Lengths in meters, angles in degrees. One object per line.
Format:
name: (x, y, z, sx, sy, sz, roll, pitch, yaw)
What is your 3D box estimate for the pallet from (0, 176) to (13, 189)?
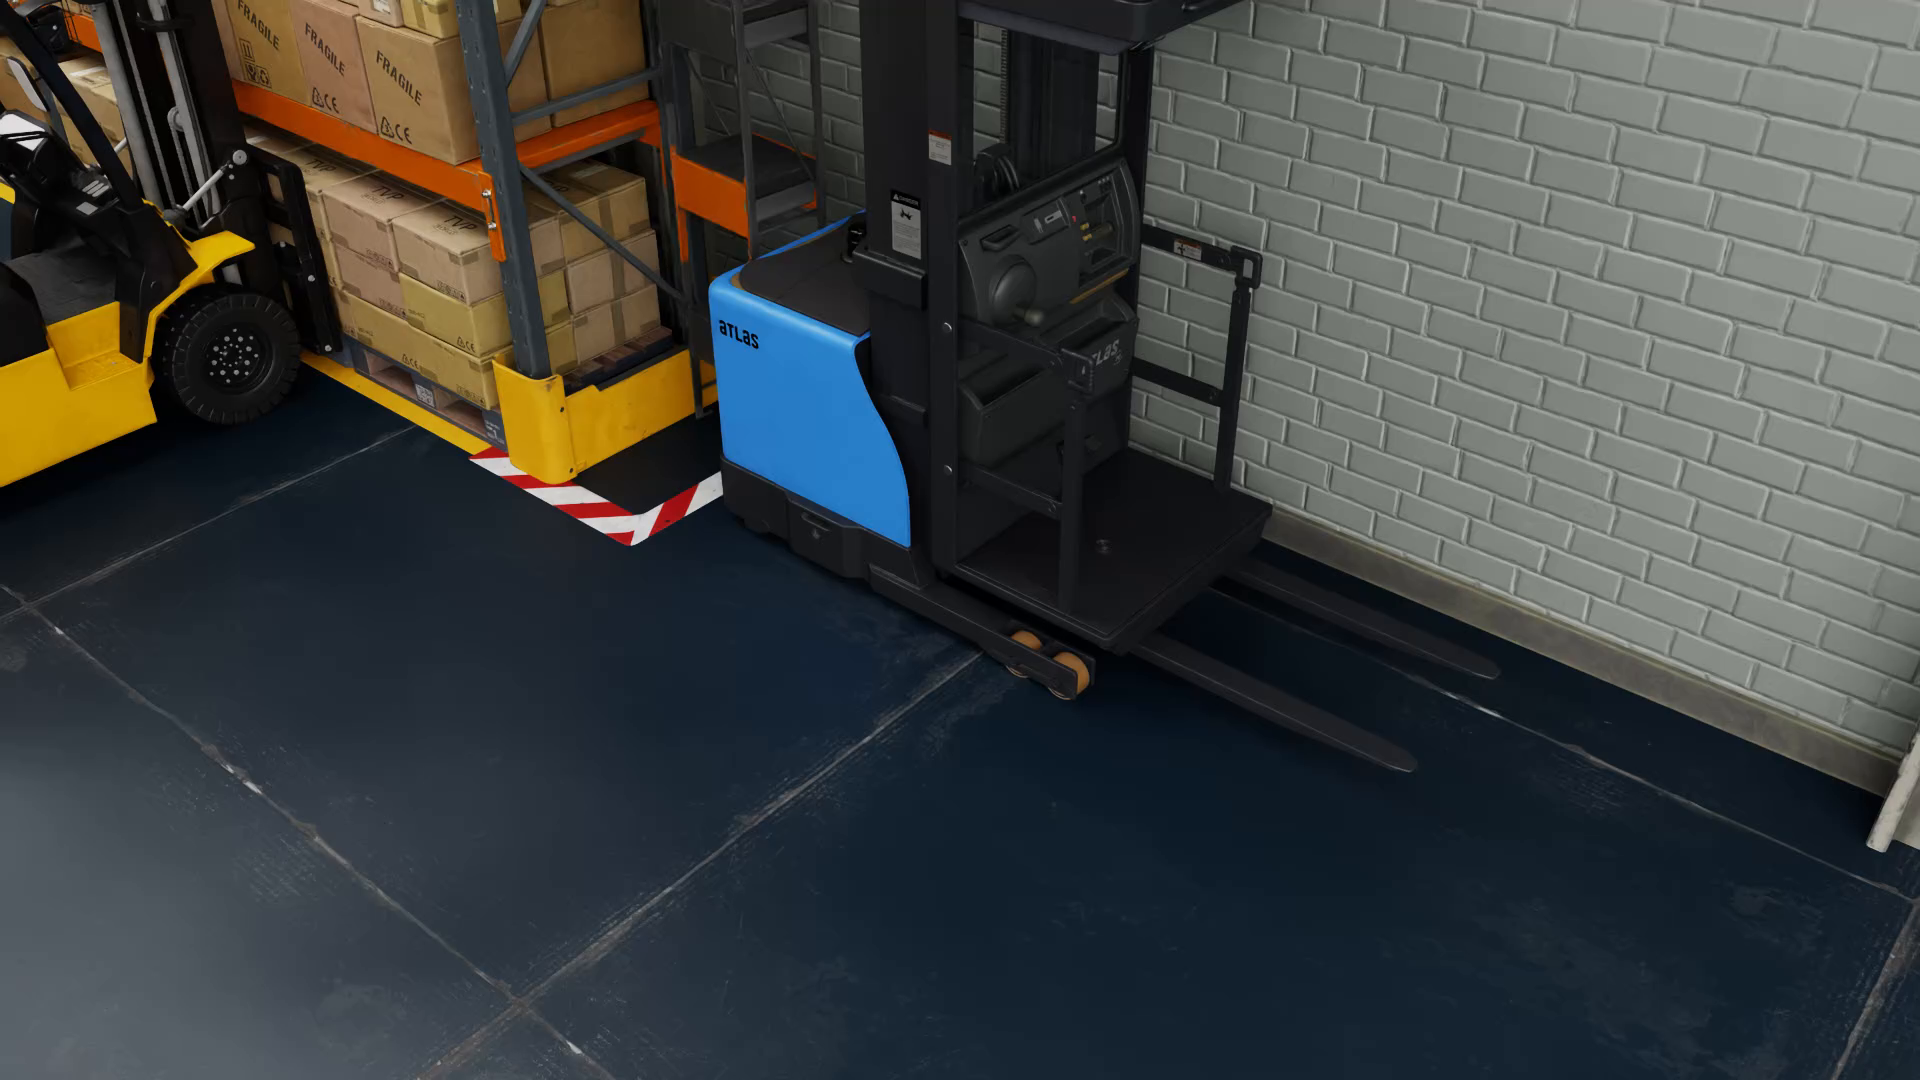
pallet: (-5.168, -2.333, 9.960, 1.213, 0.211, 1.003, 25, 42, 32)

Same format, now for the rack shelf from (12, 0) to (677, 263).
rack shelf: (-3.040, -2.211, 7.956, 4.000, 0.370, 1.077, 25, 42, 32)

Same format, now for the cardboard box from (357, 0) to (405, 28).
cardboard box: (-2.164, -2.175, 6.607, 0.250, 0.149, 0.380, 26, 42, 33)

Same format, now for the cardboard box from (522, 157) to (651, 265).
cardboard box: (-1.751, -1.492, 7.447, 0.500, 0.250, 0.500, 25, 41, 31)

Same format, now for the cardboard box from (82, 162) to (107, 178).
cardboard box: (-4.417, -1.953, 9.002, 0.500, 0.250, 0.500, 26, 42, 32)

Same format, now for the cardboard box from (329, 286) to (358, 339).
cardboard box: (-2.821, -1.225, 7.942, 0.500, 0.250, 0.500, 26, 42, 32)

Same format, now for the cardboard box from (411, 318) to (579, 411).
cardboard box: (-2.066, -0.856, 7.404, 0.500, 0.250, 0.500, 26, 42, 32)

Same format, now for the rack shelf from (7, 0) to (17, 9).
rack shelf: (-6.114, -3.660, 10.065, 4.000, 0.370, 1.077, 25, 42, 32)

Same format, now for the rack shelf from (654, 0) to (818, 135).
rack shelf: (-0.869, -1.956, 6.527, 0.480, 0.518, 0.431, 30, 44, 35)

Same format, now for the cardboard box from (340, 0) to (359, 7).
cardboard box: (-2.324, -2.296, 6.782, 0.250, 0.149, 0.380, 26, 42, 33)

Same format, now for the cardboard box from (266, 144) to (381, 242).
cardboard box: (-2.846, -1.627, 7.644, 0.500, 0.250, 0.500, 26, 42, 32)

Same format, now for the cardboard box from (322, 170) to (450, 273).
cardboard box: (-2.452, -1.449, 7.385, 0.500, 0.250, 0.500, 26, 42, 33)

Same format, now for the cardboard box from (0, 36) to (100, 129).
cardboard box: (-4.985, -2.611, 9.628, 0.625, 0.625, 0.875, 27, 43, 34)

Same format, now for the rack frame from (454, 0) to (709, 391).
rack frame: (-1.503, -1.783, 6.697, 0.127, 3.000, 1.000, 25, 42, 32)

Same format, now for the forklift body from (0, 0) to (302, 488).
forklift body: (-4.127, -1.327, 6.782, 1.214, 2.155, 2.313, 25, 42, 32)

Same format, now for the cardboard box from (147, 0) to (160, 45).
cardboard box: (-3.602, -2.635, 7.849, 0.500, 0.500, 0.500, 25, 42, 31)

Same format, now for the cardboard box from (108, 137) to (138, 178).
cardboard box: (-4.014, -1.987, 8.610, 0.500, 0.250, 0.500, 25, 42, 32)

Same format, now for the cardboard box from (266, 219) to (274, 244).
cardboard box: (-3.248, -1.616, 8.070, 0.500, 0.250, 0.500, 25, 42, 32)

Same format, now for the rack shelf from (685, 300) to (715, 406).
rack shelf: (-0.877, -0.807, 7.326, 0.480, 0.518, 0.431, 30, 44, 35)

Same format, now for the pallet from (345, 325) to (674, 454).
pallet: (-2.117, -0.893, 7.863, 1.213, 0.211, 1.003, 25, 42, 32)

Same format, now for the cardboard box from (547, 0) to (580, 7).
cardboard box: (-1.597, -2.328, 6.829, 0.250, 0.149, 0.380, 24, 41, 31)

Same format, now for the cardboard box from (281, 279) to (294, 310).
cardboard box: (-3.234, -1.404, 8.202, 0.500, 0.250, 0.500, 27, 43, 33)

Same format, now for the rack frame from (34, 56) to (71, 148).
rack frame: (-4.577, -3.232, 8.807, 0.127, 3.000, 1.000, 25, 42, 32)

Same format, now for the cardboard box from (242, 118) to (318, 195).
cardboard box: (-3.231, -1.814, 7.916, 0.500, 0.250, 0.500, 24, 41, 31)

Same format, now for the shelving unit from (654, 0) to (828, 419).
shelving unit: (-0.873, -1.393, 6.919, 0.503, 2.100, 0.431, 30, 44, 35)

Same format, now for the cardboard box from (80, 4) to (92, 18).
cardboard box: (-3.992, -2.818, 8.115, 0.500, 0.500, 0.500, 26, 42, 33)

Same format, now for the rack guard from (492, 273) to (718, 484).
rack guard: (-1.484, -0.744, 7.392, 0.348, 0.500, 1.175, 25, 42, 32)

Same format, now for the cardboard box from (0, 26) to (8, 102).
cardboard box: (-5.576, -2.895, 10.043, 0.625, 0.625, 0.875, 25, 42, 31)

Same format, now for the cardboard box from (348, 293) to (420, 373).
cardboard box: (-2.442, -1.040, 7.673, 0.500, 0.250, 0.500, 25, 42, 32)

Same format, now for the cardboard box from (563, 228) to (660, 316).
cardboard box: (-1.731, -1.290, 7.595, 0.500, 0.250, 0.500, 26, 42, 33)

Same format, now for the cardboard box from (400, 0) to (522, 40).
cardboard box: (-1.948, -2.096, 6.491, 0.250, 0.149, 0.380, 26, 42, 32)

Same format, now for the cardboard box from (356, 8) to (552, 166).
cardboard box: (-2.049, -1.889, 6.762, 0.500, 0.500, 0.500, 24, 41, 31)

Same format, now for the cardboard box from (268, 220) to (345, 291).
cardboard box: (-2.865, -1.434, 7.804, 0.500, 0.250, 0.500, 24, 41, 31)

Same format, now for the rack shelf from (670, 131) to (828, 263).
rack shelf: (-0.873, -1.381, 6.927, 0.480, 0.518, 0.431, 30, 44, 35)

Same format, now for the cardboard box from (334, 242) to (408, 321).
cardboard box: (-2.455, -1.256, 7.545, 0.500, 0.250, 0.500, 25, 42, 31)

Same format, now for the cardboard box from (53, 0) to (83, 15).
cardboard box: (-4.403, -2.999, 8.379, 0.500, 0.500, 0.500, 24, 41, 31)

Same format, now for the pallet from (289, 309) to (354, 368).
pallet: (-3.050, -1.335, 8.507, 1.213, 0.211, 1.003, 25, 42, 32)

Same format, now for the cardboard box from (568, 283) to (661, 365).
cardboard box: (-1.755, -1.086, 7.740, 0.500, 0.250, 0.500, 25, 42, 32)

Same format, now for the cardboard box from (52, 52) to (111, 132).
cardboard box: (-4.406, -2.372, 8.729, 0.500, 0.250, 0.500, 25, 41, 31)

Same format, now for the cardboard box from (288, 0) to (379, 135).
cardboard box: (-2.442, -2.081, 7.042, 0.500, 0.500, 0.500, 27, 43, 33)

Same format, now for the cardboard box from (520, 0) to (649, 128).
cardboard box: (-1.706, -2.125, 7.106, 0.500, 0.500, 0.500, 27, 43, 33)

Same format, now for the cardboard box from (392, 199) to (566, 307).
cardboard box: (-2.056, -1.266, 7.119, 0.500, 0.250, 0.500, 27, 43, 33)

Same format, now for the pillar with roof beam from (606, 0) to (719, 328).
pillar with roof beam: (-4.215, -3.028, 3.210, 0.400, 9.000, 9.100, 25, 42, 32)

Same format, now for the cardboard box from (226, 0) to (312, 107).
cardboard box: (-2.836, -2.266, 7.312, 0.500, 0.500, 0.500, 24, 41, 31)

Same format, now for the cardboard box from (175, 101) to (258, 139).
cardboard box: (-3.629, -2.008, 8.198, 0.500, 0.250, 0.500, 27, 43, 33)

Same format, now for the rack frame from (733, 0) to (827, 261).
rack frame: (-0.699, -1.294, 6.779, 0.015, 2.100, 0.400, 30, 44, 35)

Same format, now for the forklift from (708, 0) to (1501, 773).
forklift: (0.482, -0.980, 5.588, 3.031, 2.935, 1.130, 25, 42, 32)

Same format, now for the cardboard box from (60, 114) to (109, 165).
cardboard box: (-4.402, -2.169, 8.874, 0.500, 0.250, 0.500, 25, 42, 32)

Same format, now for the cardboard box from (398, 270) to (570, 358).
cardboard box: (-2.077, -1.069, 7.274, 0.500, 0.250, 0.500, 25, 41, 31)

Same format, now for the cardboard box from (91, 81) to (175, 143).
cardboard box: (-4.019, -2.183, 8.453, 0.500, 0.250, 0.500, 25, 42, 32)

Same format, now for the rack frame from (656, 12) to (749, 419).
rack frame: (-1.047, -1.491, 7.059, 0.015, 2.100, 0.400, 30, 44, 35)

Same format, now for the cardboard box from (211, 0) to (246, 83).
cardboard box: (-3.229, -2.443, 7.570, 0.500, 0.500, 0.500, 26, 42, 32)
